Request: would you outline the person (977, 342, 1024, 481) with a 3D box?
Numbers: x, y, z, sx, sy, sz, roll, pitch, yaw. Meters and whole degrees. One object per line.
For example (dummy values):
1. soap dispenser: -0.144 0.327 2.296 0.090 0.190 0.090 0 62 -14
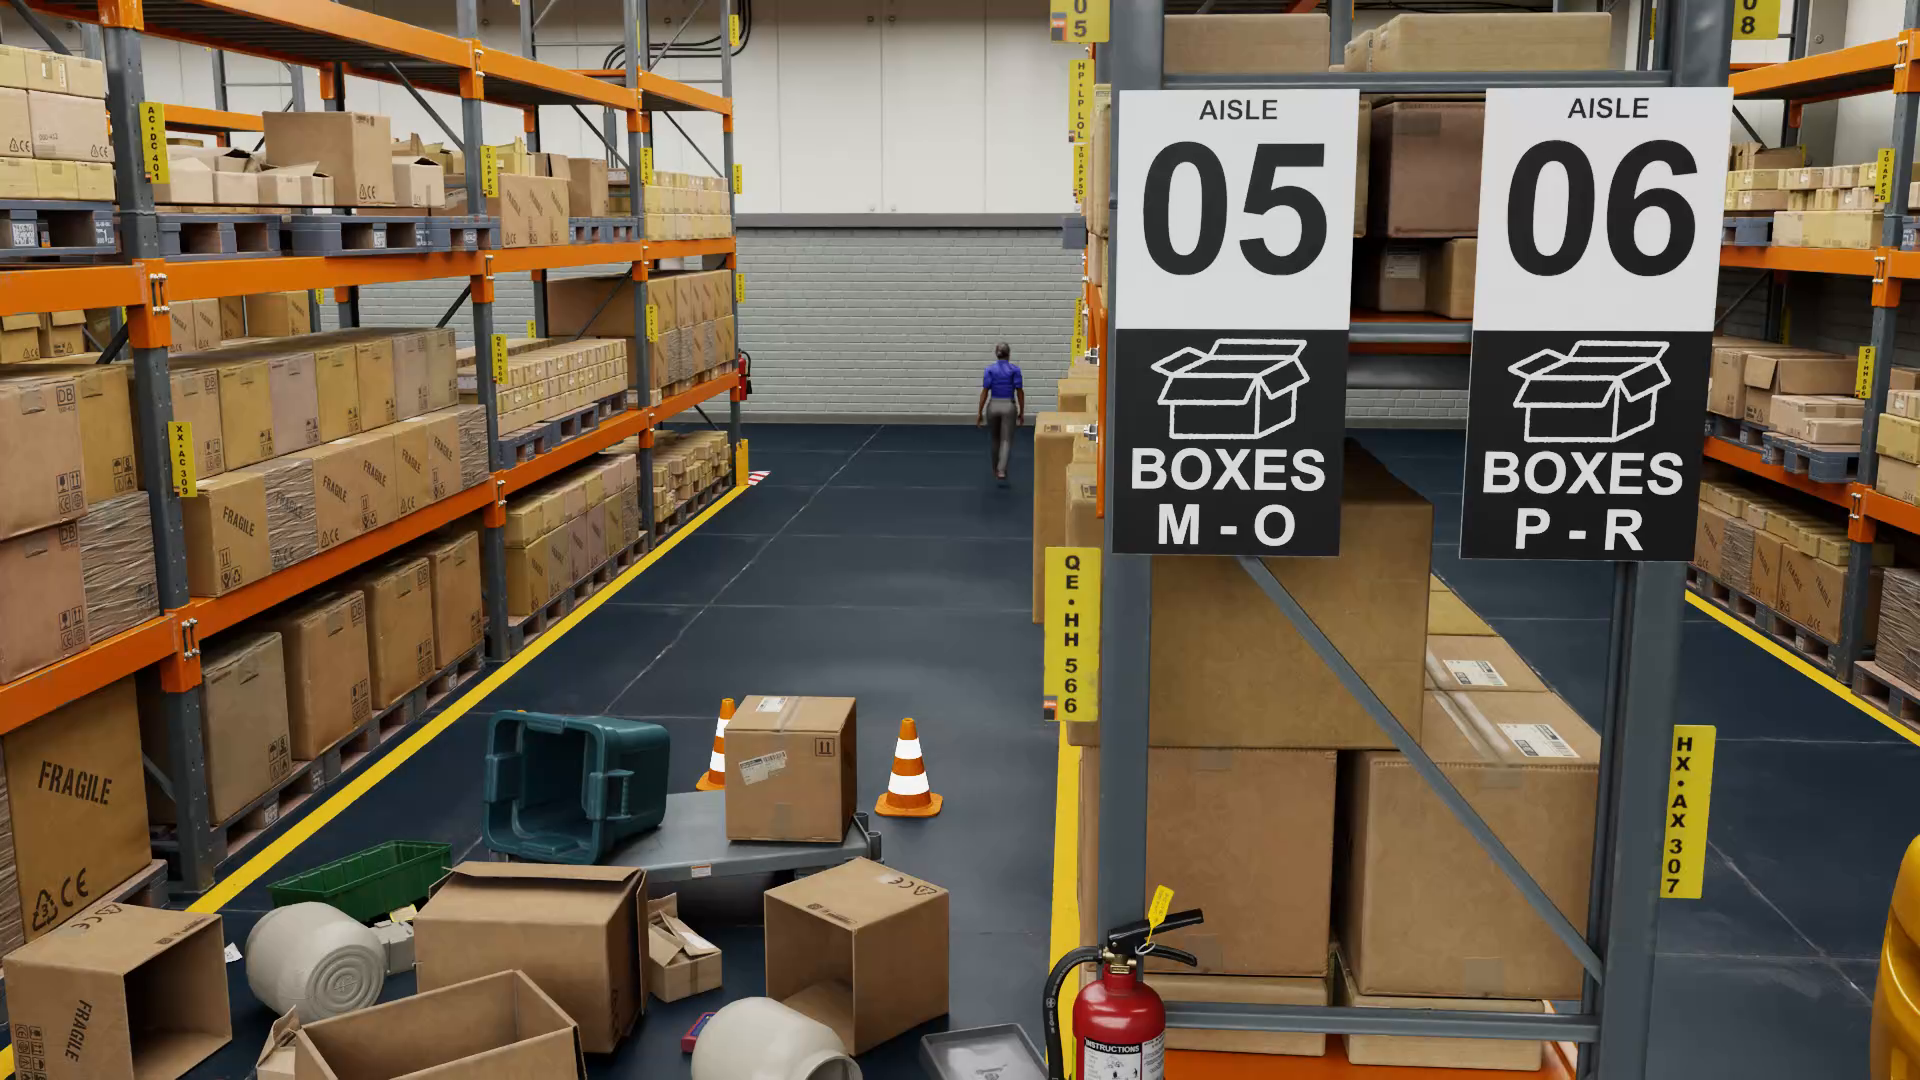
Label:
1. person: 0.478 -1.488 19.247 0.532 1.605 1.022 2 11 9
